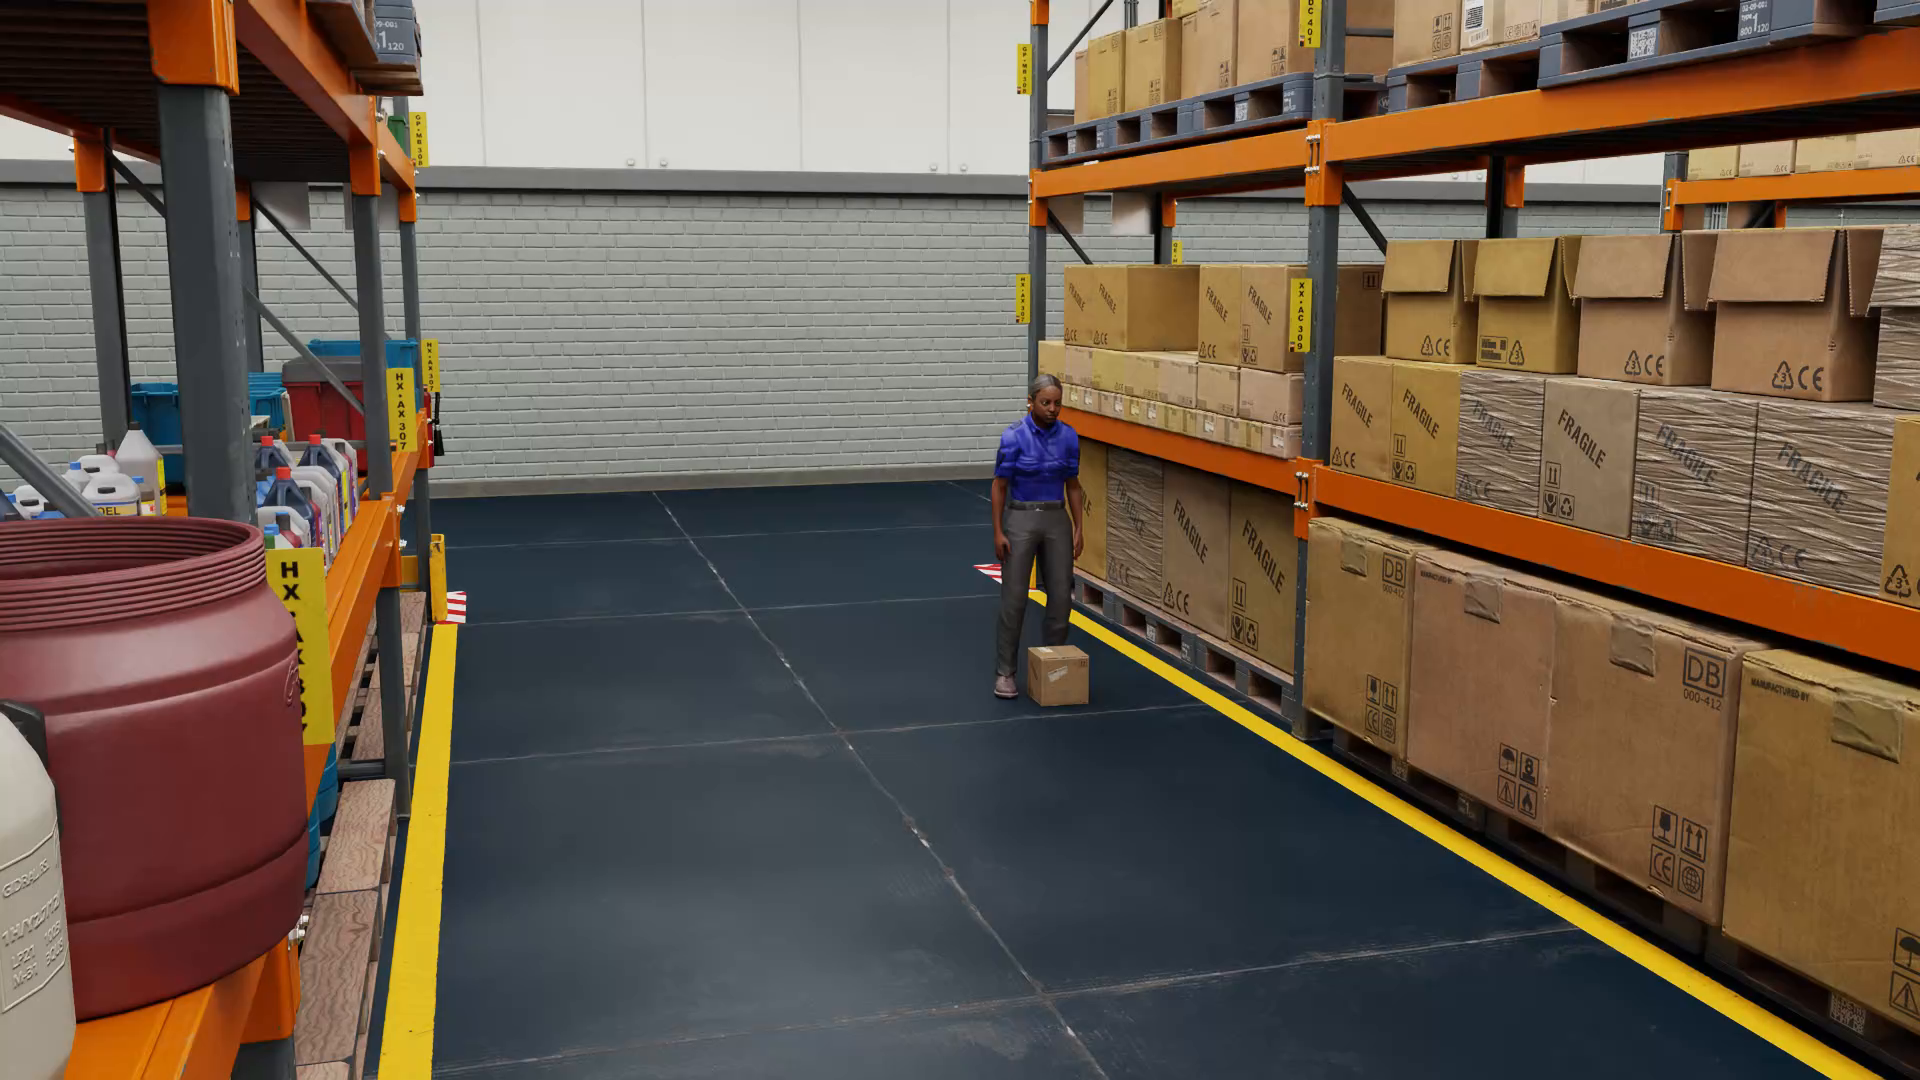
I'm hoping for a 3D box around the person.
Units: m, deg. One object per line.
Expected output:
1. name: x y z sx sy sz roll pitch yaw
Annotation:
1. person: 0.400 -0.034 8.599 0.505 1.654 0.352 -3 10 -16
